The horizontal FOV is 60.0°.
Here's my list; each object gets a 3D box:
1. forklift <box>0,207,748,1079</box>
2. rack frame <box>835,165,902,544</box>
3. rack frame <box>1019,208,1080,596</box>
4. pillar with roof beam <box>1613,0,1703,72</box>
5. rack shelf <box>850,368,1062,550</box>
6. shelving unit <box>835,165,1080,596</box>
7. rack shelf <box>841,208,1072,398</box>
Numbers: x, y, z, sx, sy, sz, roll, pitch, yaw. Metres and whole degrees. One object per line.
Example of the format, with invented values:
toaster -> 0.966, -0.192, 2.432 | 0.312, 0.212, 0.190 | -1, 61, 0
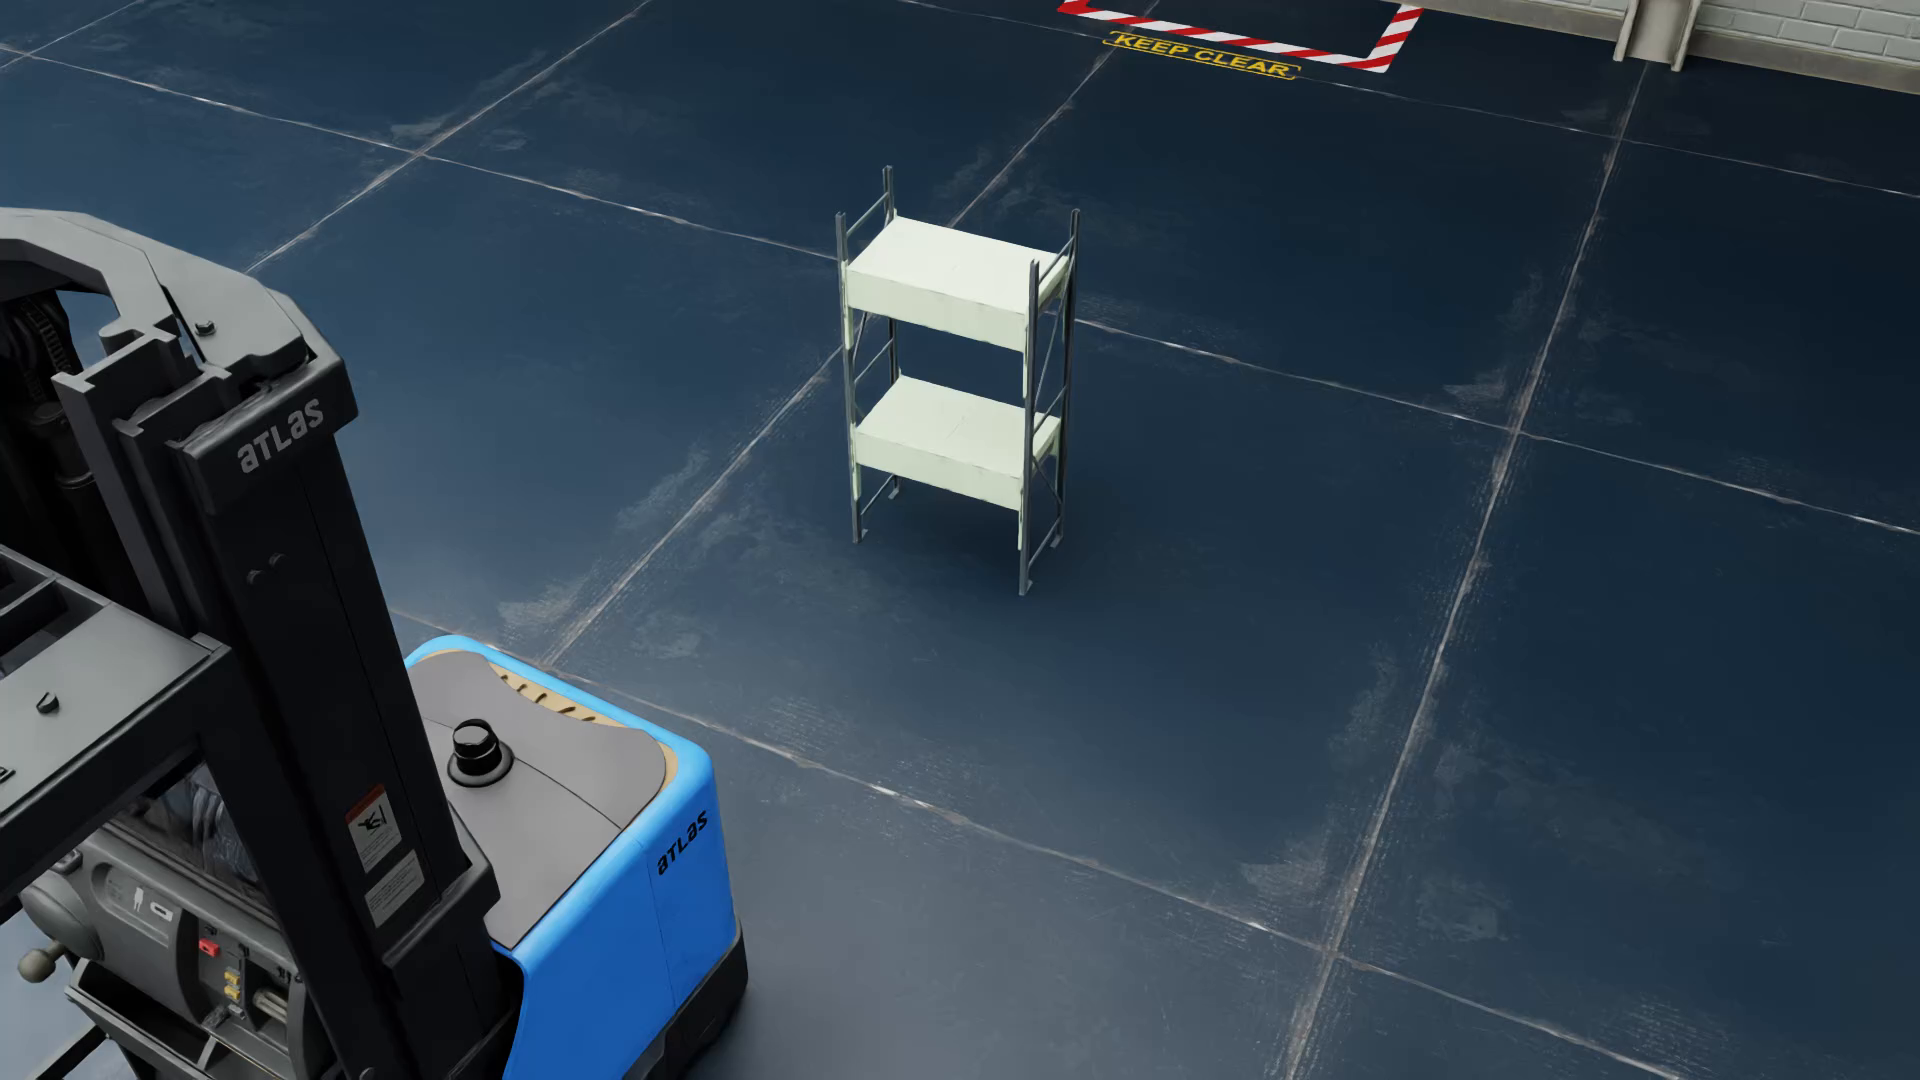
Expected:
forklift -> -1.824, 0.948, 3.418 | 1.130, 2.935, 3.031 | 21, 45, 22
rack frame -> -0.338, -0.670, 6.378 | 0.023, 1.500, 0.400 | 17, 44, 19
rack frame -> 0.326, -0.467, 6.144 | 0.023, 1.500, 0.400 | 17, 44, 19
pillar with roof beam -> 2.397, -3.805, 4.269 | 0.400, 9.000, 9.100 | 17, 44, 19
rack shelf -> -0.006, -0.322, 6.474 | 0.720, 0.370, 0.431 | 17, 44, 19
shelving unit -> -0.006, -0.569, 6.261 | 0.755, 1.500, 0.431 | 17, 44, 19
rack shelf -> -0.006, -0.863, 6.005 | 0.720, 0.370, 0.431 | 17, 44, 19
